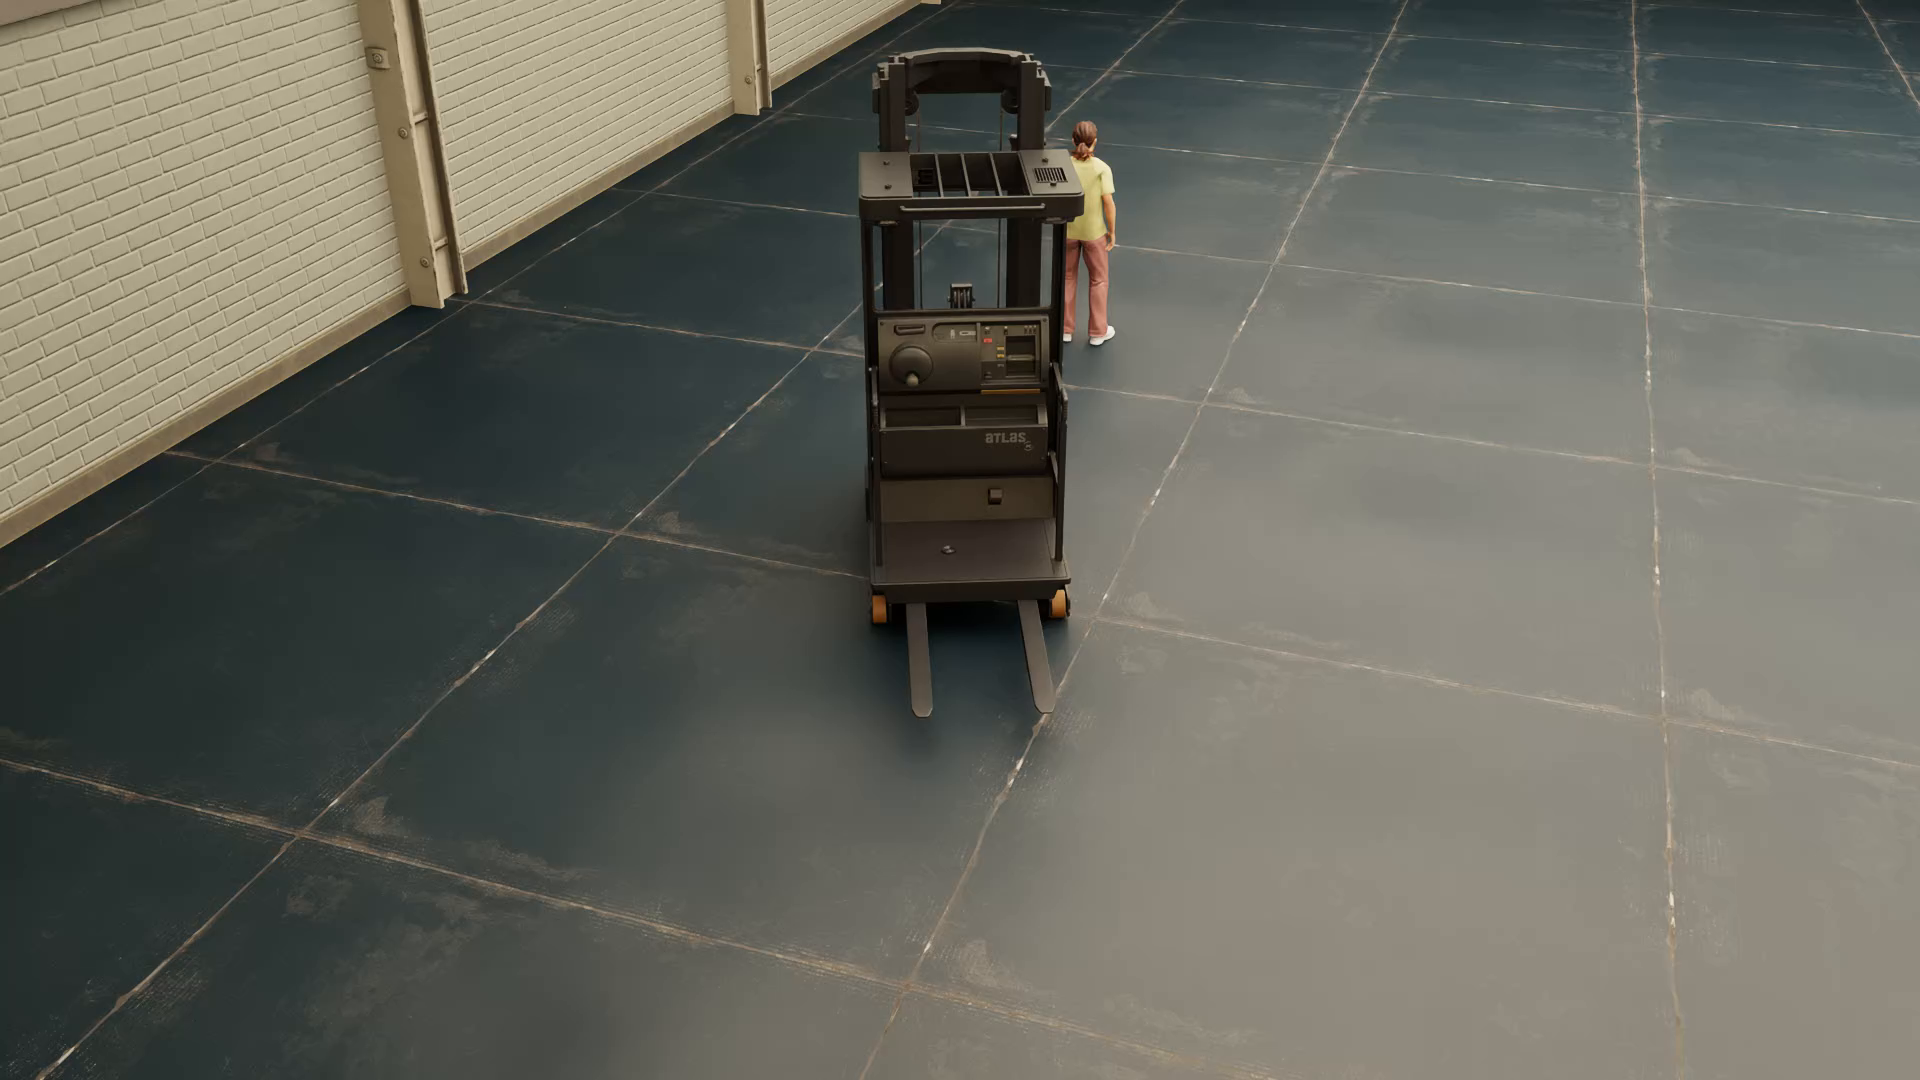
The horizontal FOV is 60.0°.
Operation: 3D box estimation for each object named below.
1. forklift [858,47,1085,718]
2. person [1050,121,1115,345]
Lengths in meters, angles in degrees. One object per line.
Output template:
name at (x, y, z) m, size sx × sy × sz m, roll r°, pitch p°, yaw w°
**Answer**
forklift at (0.035, -0.972, 8.842) m, size 1.130 × 2.935 × 3.031 m, roll -2°, pitch 30°, yaw -3°
person at (0.919, -2.285, 12.418) m, size 0.507 × 1.671 × 0.365 m, roll 8°, pitch 31°, yaw 13°
